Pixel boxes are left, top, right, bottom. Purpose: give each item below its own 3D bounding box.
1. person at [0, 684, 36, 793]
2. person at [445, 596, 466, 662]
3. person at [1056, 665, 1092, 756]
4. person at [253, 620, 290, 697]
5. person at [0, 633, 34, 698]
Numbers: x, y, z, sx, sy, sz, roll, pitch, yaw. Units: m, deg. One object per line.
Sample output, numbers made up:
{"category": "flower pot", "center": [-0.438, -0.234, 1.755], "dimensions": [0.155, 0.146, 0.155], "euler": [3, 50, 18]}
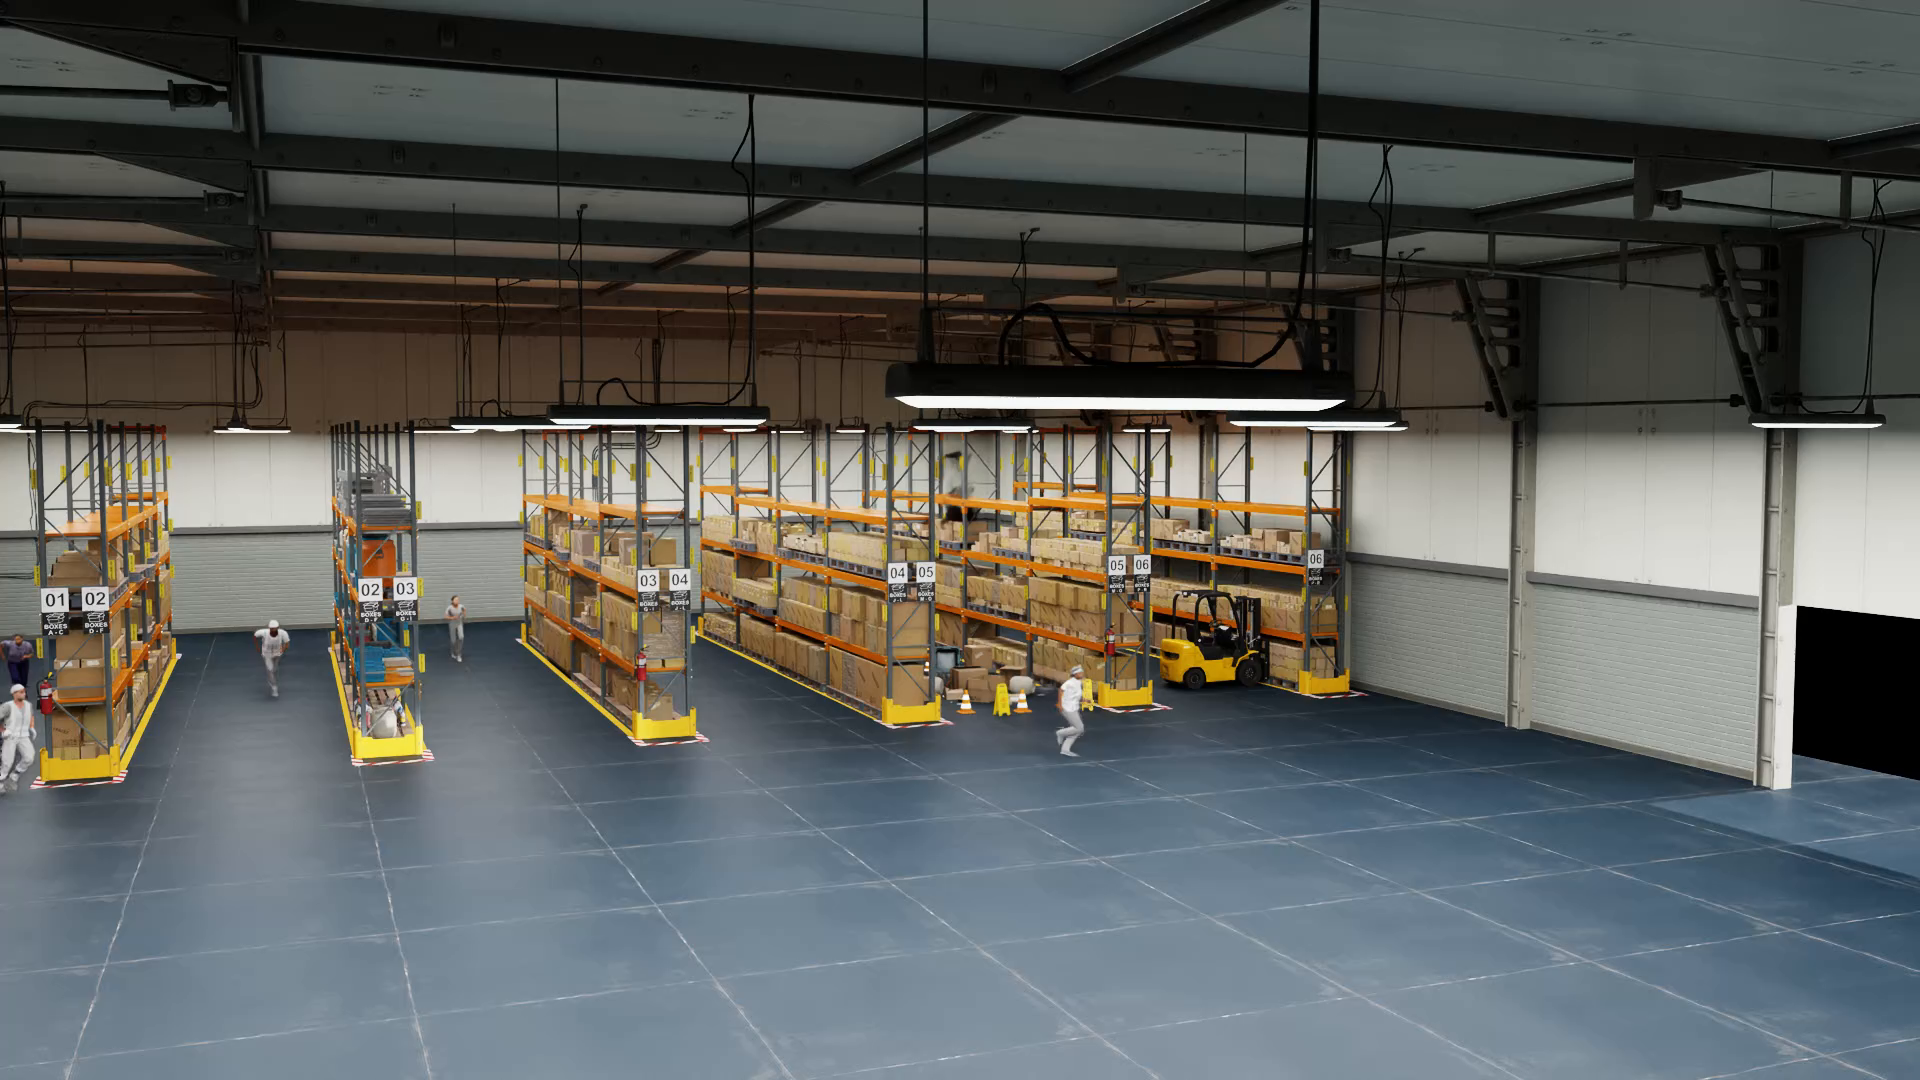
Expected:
{"category": "person", "center": [-15.128, 3.178, 26.715], "dimensions": [0.592, 1.728, 0.721], "euler": [2, 4, 31]}
{"category": "person", "center": [-12.864, 2.247, 42.393], "dimensions": [0.586, 1.700, 0.836], "euler": [-2, 4, -32]}
{"category": "person", "center": [2.047, 3.053, 29.762], "dimensions": [0.630, 1.648, 0.616], "euler": [1, 4, 21]}
{"category": "person", "center": [-15.279, 2.601, 36.919], "dimensions": [0.746, 1.715, 1.059], "euler": [-2, 4, -27]}
{"category": "person", "center": [-20.307, 2.741, 35.813], "dimensions": [0.641, 1.526, 0.907], "euler": [-2, 4, -32]}
